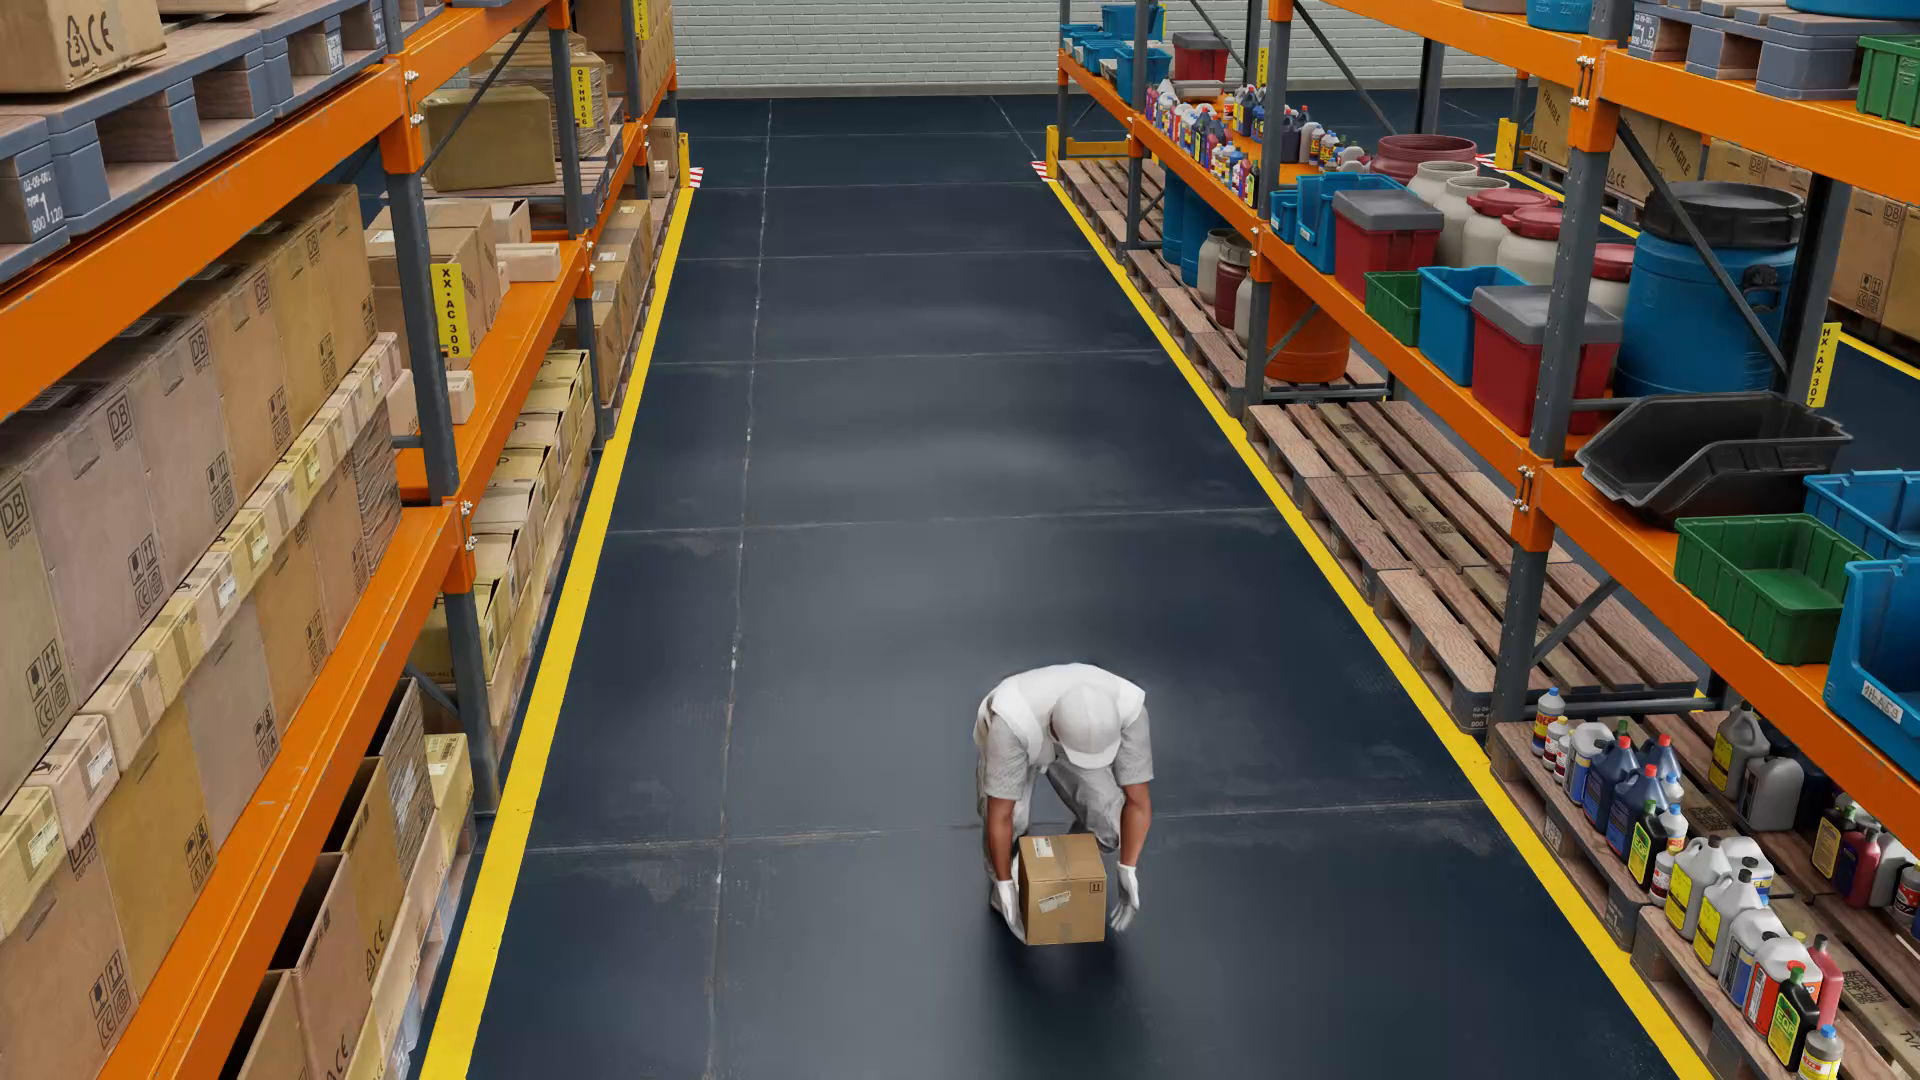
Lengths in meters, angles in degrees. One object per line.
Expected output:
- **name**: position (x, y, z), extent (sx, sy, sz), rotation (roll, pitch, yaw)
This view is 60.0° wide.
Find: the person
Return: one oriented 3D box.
- **person**: position (0.340, 0.811, 5.652), extent (0.572, 1.037, 0.903), rotation (-2, 24, -5)
